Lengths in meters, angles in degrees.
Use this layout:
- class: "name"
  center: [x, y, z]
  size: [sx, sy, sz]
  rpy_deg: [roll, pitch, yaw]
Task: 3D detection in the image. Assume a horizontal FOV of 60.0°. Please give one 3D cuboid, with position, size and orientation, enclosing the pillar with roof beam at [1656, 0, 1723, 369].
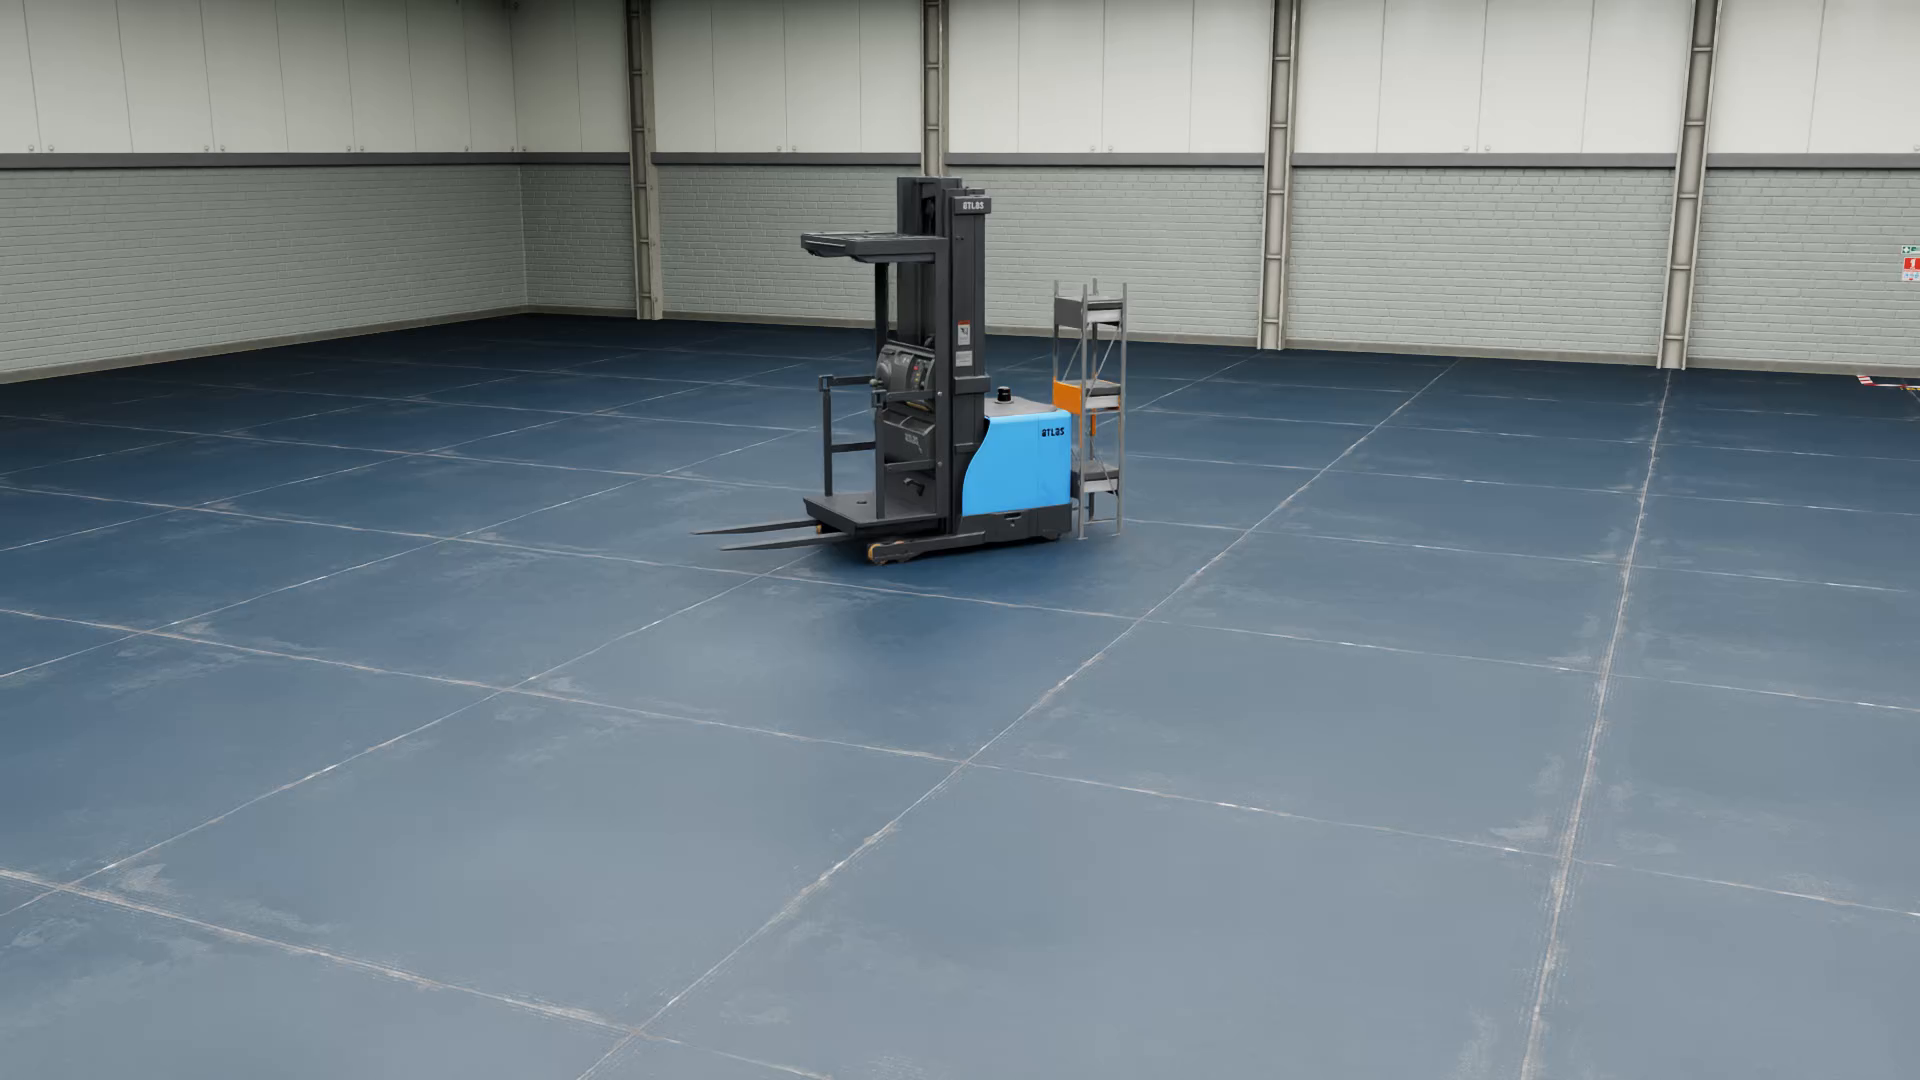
- class: "pillar with roof beam"
  center: [8.797, -6.038, 19.787]
  size: [0.400, 9.000, 9.100]
  rpy_deg: [6, 14, 23]

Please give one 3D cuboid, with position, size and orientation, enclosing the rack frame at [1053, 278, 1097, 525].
- class: "rack frame"
  center: [0.962, -1.143, 14.031]
  size: [0.400, 2.100, 0.015]
  rpy_deg: [-6, 15, -24]

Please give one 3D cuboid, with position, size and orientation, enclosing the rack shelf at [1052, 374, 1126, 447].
- class: "rack shelf"
  center: [1.065, -1.079, 13.818]
  size: [0.431, 0.518, 0.480]
  rpy_deg: [-6, 15, -24]

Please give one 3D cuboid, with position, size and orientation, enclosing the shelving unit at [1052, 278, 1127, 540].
- class: "shelving unit"
  center: [1.065, -1.093, 13.815]
  size: [0.431, 2.100, 0.503]
  rpy_deg: [-6, 15, -24]

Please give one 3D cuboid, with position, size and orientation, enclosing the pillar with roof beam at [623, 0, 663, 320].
- class: "pillar with roof beam"
  center: [-7.660, -7.703, 26.885]
  size: [0.400, 9.000, 9.100]
  rpy_deg: [6, 14, 23]

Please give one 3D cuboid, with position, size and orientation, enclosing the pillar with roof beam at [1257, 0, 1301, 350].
- class: "pillar with roof beam"
  center: [3.312, -6.593, 22.153]
  size: [0.400, 9.000, 9.100]
  rpy_deg: [6, 14, 23]

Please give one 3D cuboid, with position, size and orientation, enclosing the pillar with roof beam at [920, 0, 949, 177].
- class: "pillar with roof beam"
  center: [-2.174, -7.148, 24.519]
  size: [0.400, 9.000, 9.100]
  rpy_deg: [6, 14, 23]

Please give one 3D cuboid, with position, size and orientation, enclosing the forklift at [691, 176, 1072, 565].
- class: "forklift"
  center: [-0.619, -1.370, 13.177]
  size: [3.031, 2.935, 1.130]
  rpy_deg: [-7, 15, -28]

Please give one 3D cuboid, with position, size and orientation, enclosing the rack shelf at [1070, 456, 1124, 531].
- class: "rack shelf"
  center: [1.065, -0.398, 13.978]
  size: [0.431, 0.518, 0.480]
  rpy_deg: [-6, 15, -24]

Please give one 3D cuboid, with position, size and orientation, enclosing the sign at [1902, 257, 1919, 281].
- class: "sign"
  center: [13.319, -3.788, 23.253]
  size: [0.234, 0.329, 0.001]
  rpy_deg: [6, 14, 23]

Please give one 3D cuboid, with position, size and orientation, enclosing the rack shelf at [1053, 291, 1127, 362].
- class: "rack shelf"
  center: [1.065, -1.761, 13.659]
  size: [0.431, 0.518, 0.480]
  rpy_deg: [-6, 15, -24]

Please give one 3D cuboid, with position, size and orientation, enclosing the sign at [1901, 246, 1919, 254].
- class: "sign"
  center: [13.320, -4.044, 23.183]
  size: [0.331, 0.109, 0.001]
  rpy_deg: [6, 14, 23]

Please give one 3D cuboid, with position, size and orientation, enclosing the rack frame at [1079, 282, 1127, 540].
- class: "rack frame"
  center: [1.168, -1.042, 13.600]
  size: [0.400, 2.100, 0.015]
  rpy_deg: [-6, 15, -24]
